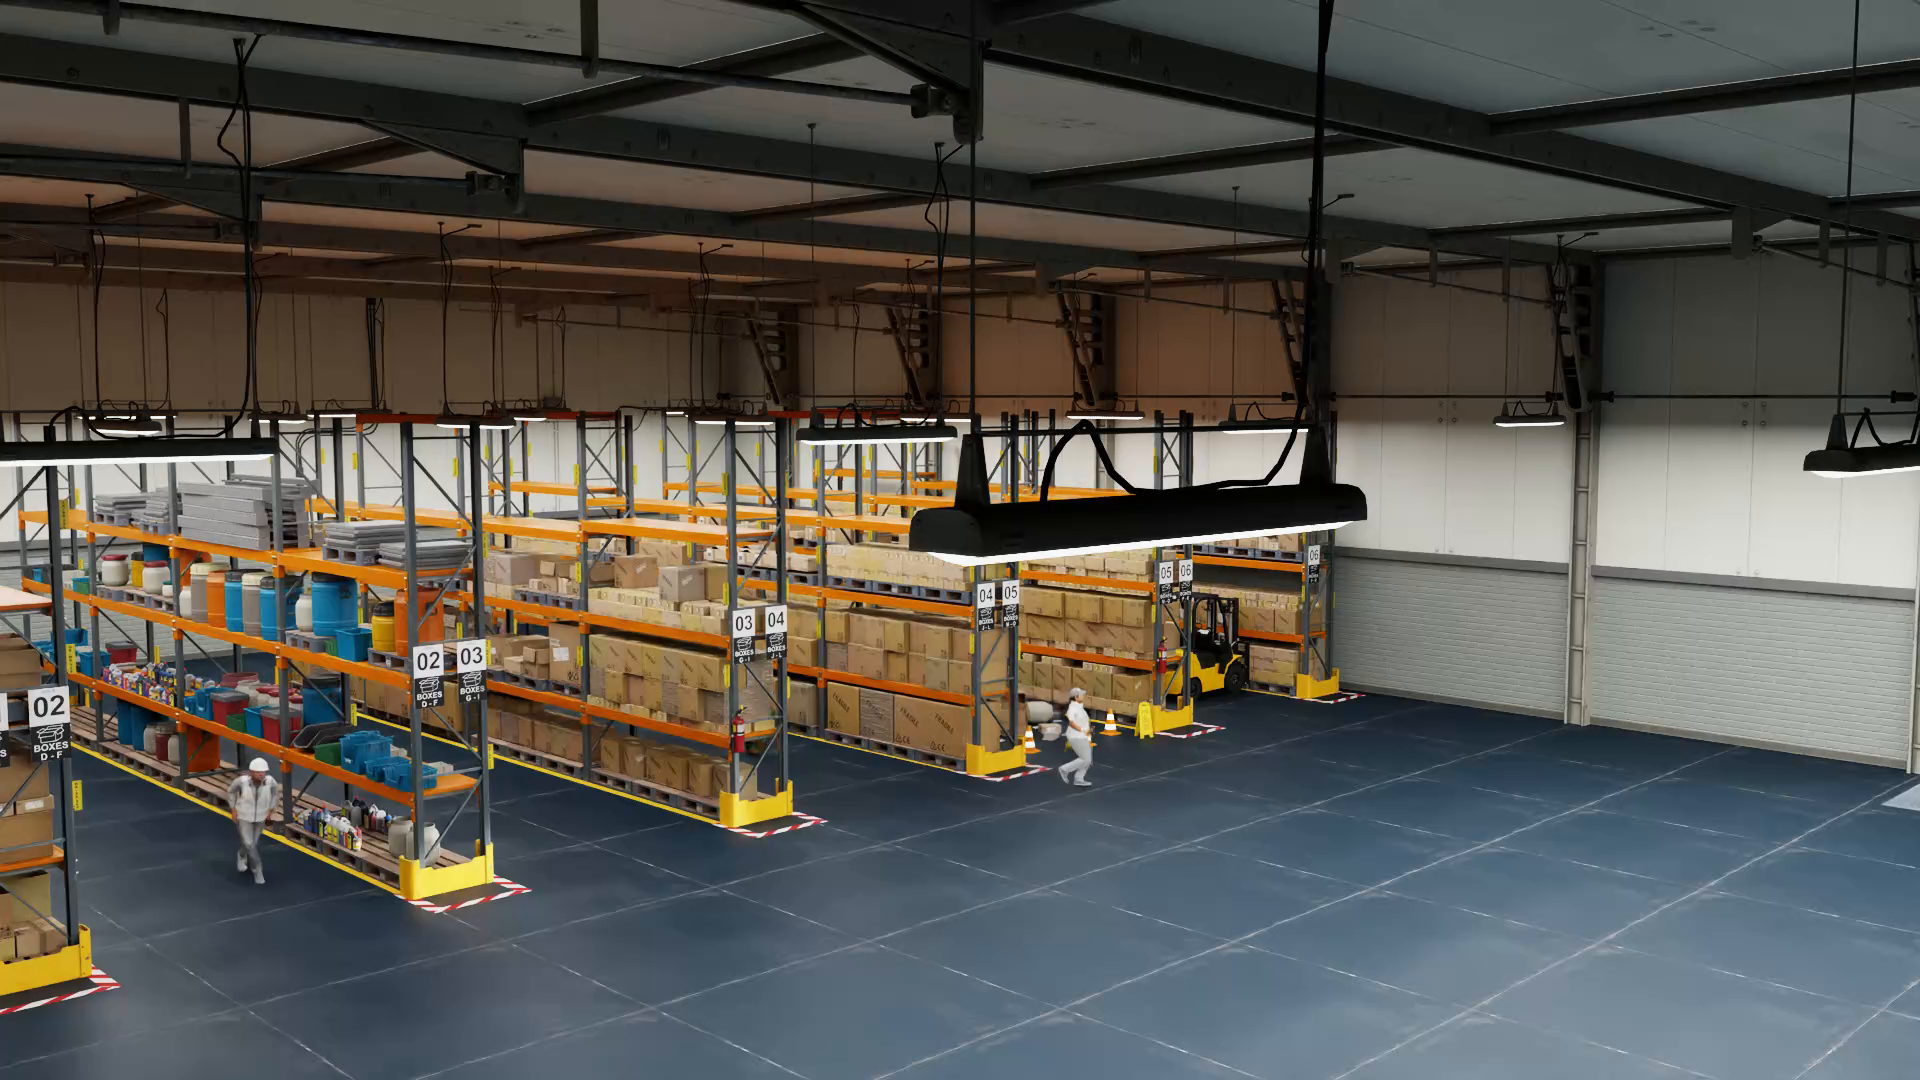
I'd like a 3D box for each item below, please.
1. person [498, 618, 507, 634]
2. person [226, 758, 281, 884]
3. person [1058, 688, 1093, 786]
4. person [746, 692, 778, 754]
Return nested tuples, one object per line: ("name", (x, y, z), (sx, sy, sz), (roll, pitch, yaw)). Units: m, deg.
("person", (-11.054, 2.020, 40.434), (0.574, 1.611, 0.553), (5, 7, 43))
("person", (-9.281, 3.640, 21.818), (0.640, 1.693, 1.011), (-4, 6, -37))
("person", (1.873, 3.187, 26.921), (0.578, 1.615, 0.605), (0, 5, 1))
("person", (-3.485, 2.900, 29.197), (0.661, 1.750, 0.640), (3, 6, 34))
